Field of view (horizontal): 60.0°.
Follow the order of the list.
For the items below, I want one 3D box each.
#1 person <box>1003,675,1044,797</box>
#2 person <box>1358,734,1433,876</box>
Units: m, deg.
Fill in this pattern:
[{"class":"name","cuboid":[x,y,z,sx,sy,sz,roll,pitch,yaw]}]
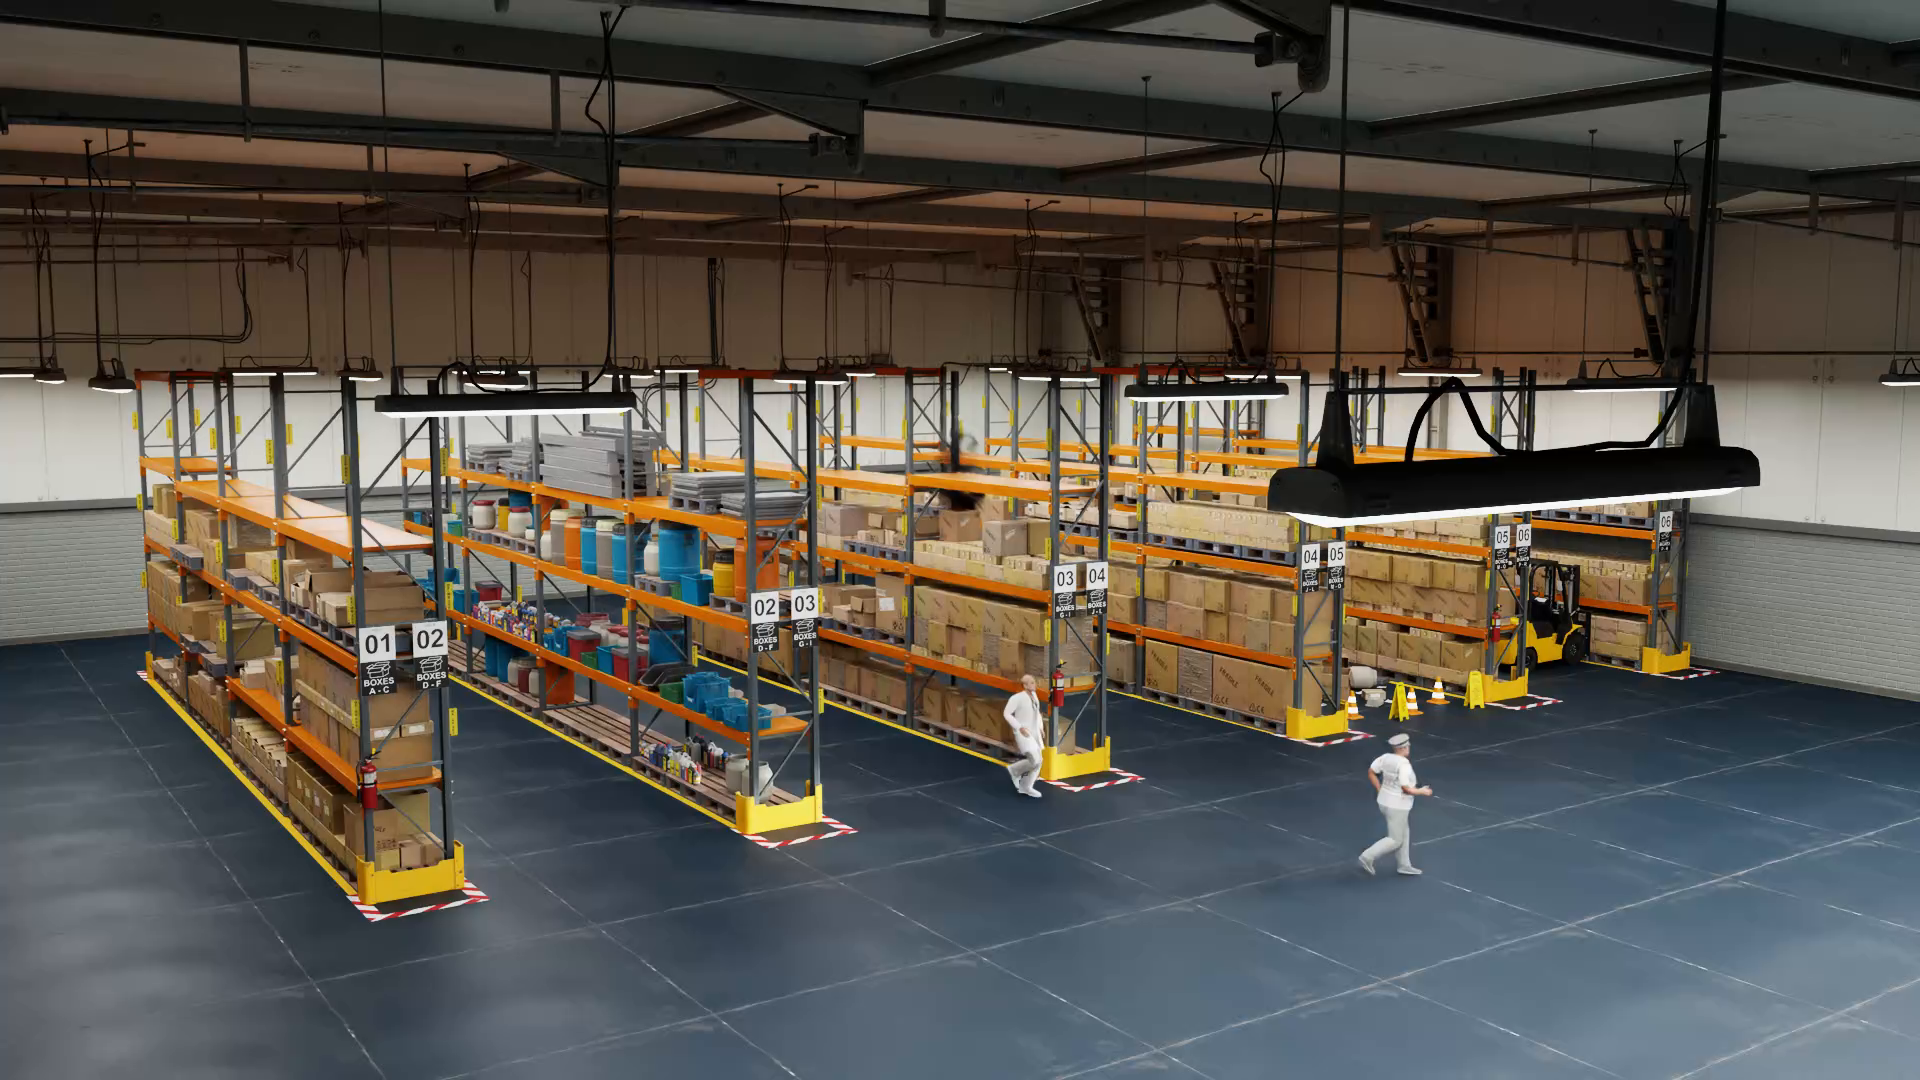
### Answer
[{"class":"person","cuboid":[0.982,2.799,23.767,0.513,1.743,0.745,5,8,40]},{"class":"person","cuboid":[5.178,3.207,19.983,0.943,1.762,0.647,-2,7,-16]}]
